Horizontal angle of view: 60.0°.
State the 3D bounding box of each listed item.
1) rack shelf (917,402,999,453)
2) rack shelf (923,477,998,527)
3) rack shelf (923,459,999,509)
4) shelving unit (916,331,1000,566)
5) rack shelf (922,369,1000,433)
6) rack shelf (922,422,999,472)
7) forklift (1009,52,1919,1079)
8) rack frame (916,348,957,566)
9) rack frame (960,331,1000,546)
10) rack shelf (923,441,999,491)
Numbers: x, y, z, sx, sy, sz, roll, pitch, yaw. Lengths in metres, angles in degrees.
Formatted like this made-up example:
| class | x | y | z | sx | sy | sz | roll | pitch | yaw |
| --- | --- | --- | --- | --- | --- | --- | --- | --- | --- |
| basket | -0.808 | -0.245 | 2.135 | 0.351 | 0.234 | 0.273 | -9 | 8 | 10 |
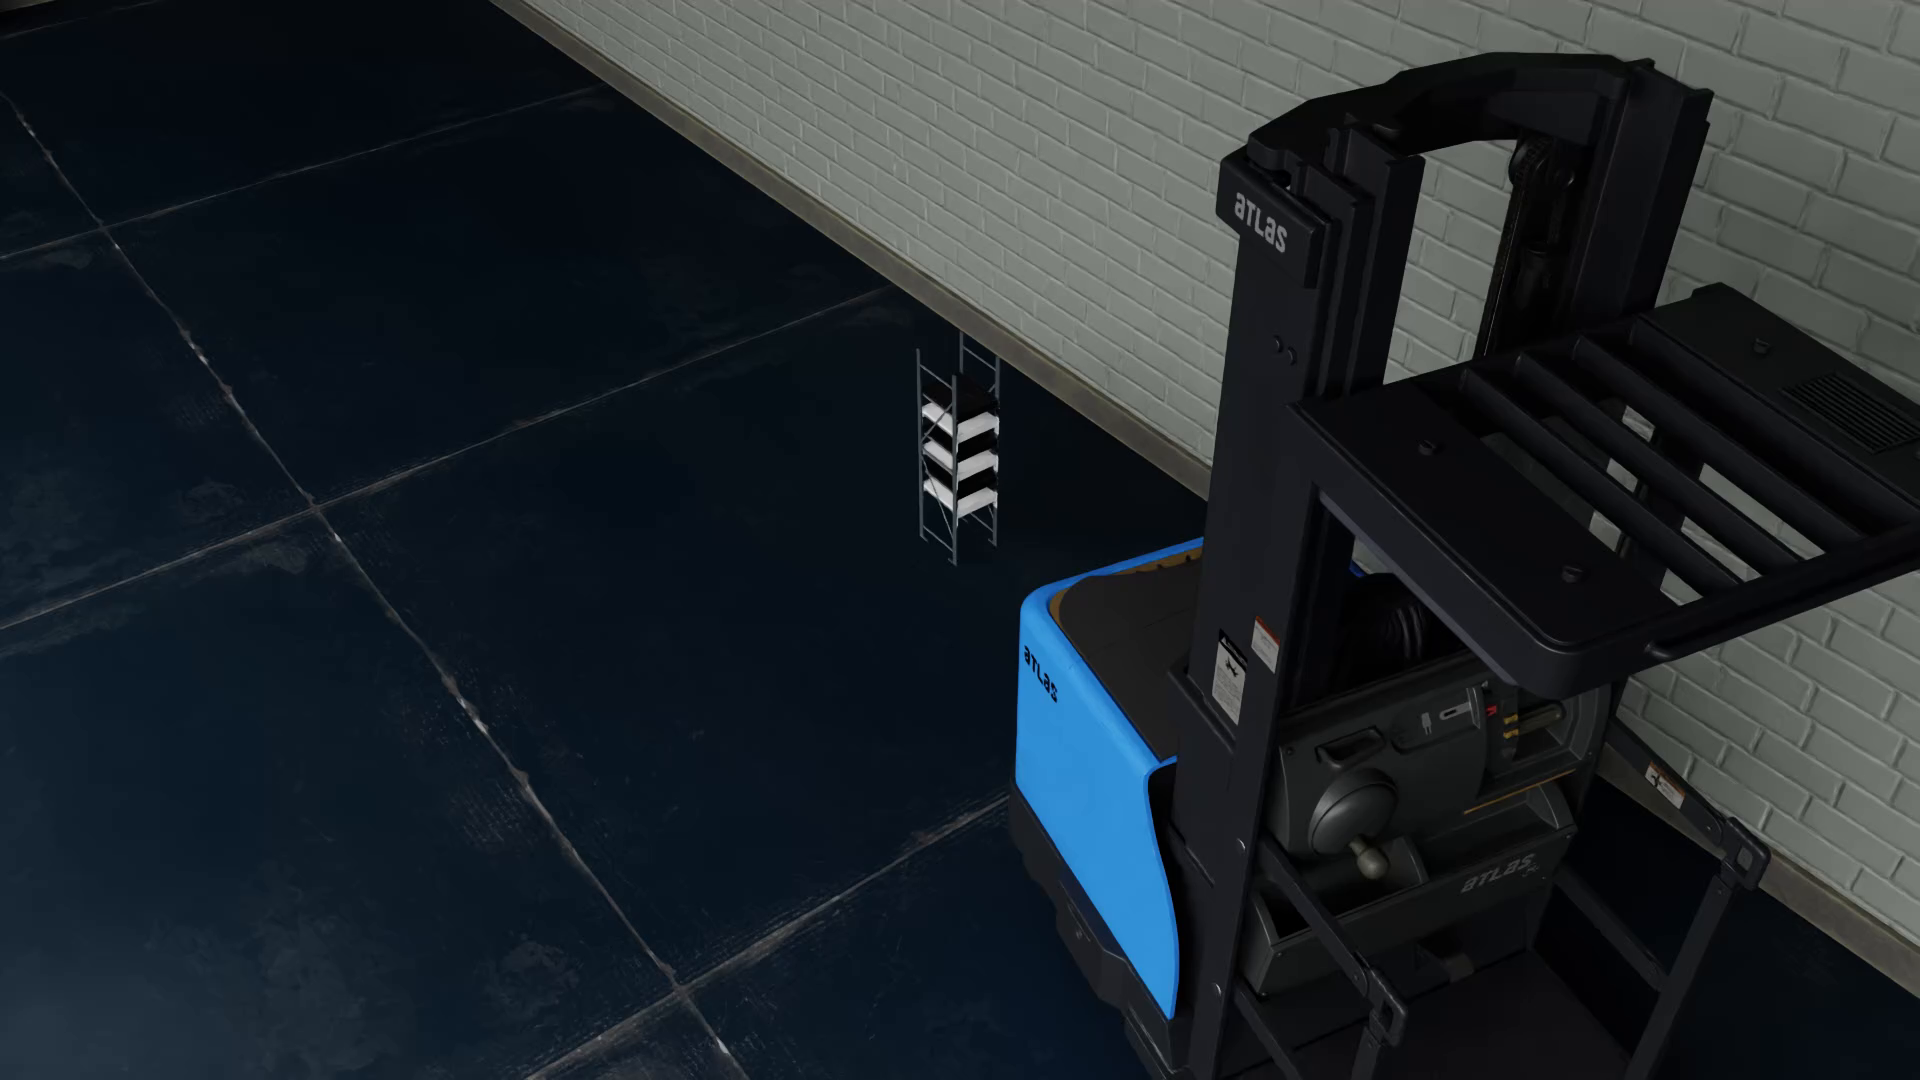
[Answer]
| class | x | y | z | sx | sy | sz | roll | pitch | yaw |
| --- | --- | --- | --- | --- | --- | --- | --- | --- | --- |
| rack shelf | -0.006 | -0.458 | 6.368 | 0.200 | 0.077 | 0.258 | -26 | 46 | -28 |
| rack shelf | -0.006 | -0.180 | 6.596 | 0.200 | 0.077 | 0.258 | -26 | 46 | -28 |
| rack shelf | -0.006 | -0.249 | 6.539 | 0.200 | 0.077 | 0.258 | -26 | 46 | -28 |
| shelving unit | -0.006 | -0.345 | 6.461 | 0.210 | 0.900 | 0.258 | -26 | 46 | -28 |
| rack shelf | -0.006 | -0.528 | 6.311 | 0.200 | 0.077 | 0.258 | -26 | 46 | -28 |
| rack shelf | -0.006 | -0.389 | 6.425 | 0.200 | 0.077 | 0.258 | -26 | 46 | -28 |
| forklift | 1.235 | 0.570 | 3.744 | 1.130 | 2.935 | 3.031 | -16 | 42 | -19 |
| rack frame | -0.087 | -0.305 | 6.413 | 0.006 | 0.900 | 0.240 | -26 | 46 | -28 |
| rack frame | 0.074 | -0.384 | 6.509 | 0.006 | 0.900 | 0.240 | -26 | 46 | -28 |
| rack shelf | -0.006 | -0.319 | 6.482 | 0.200 | 0.077 | 0.258 | -26 | 46 | -28 |
